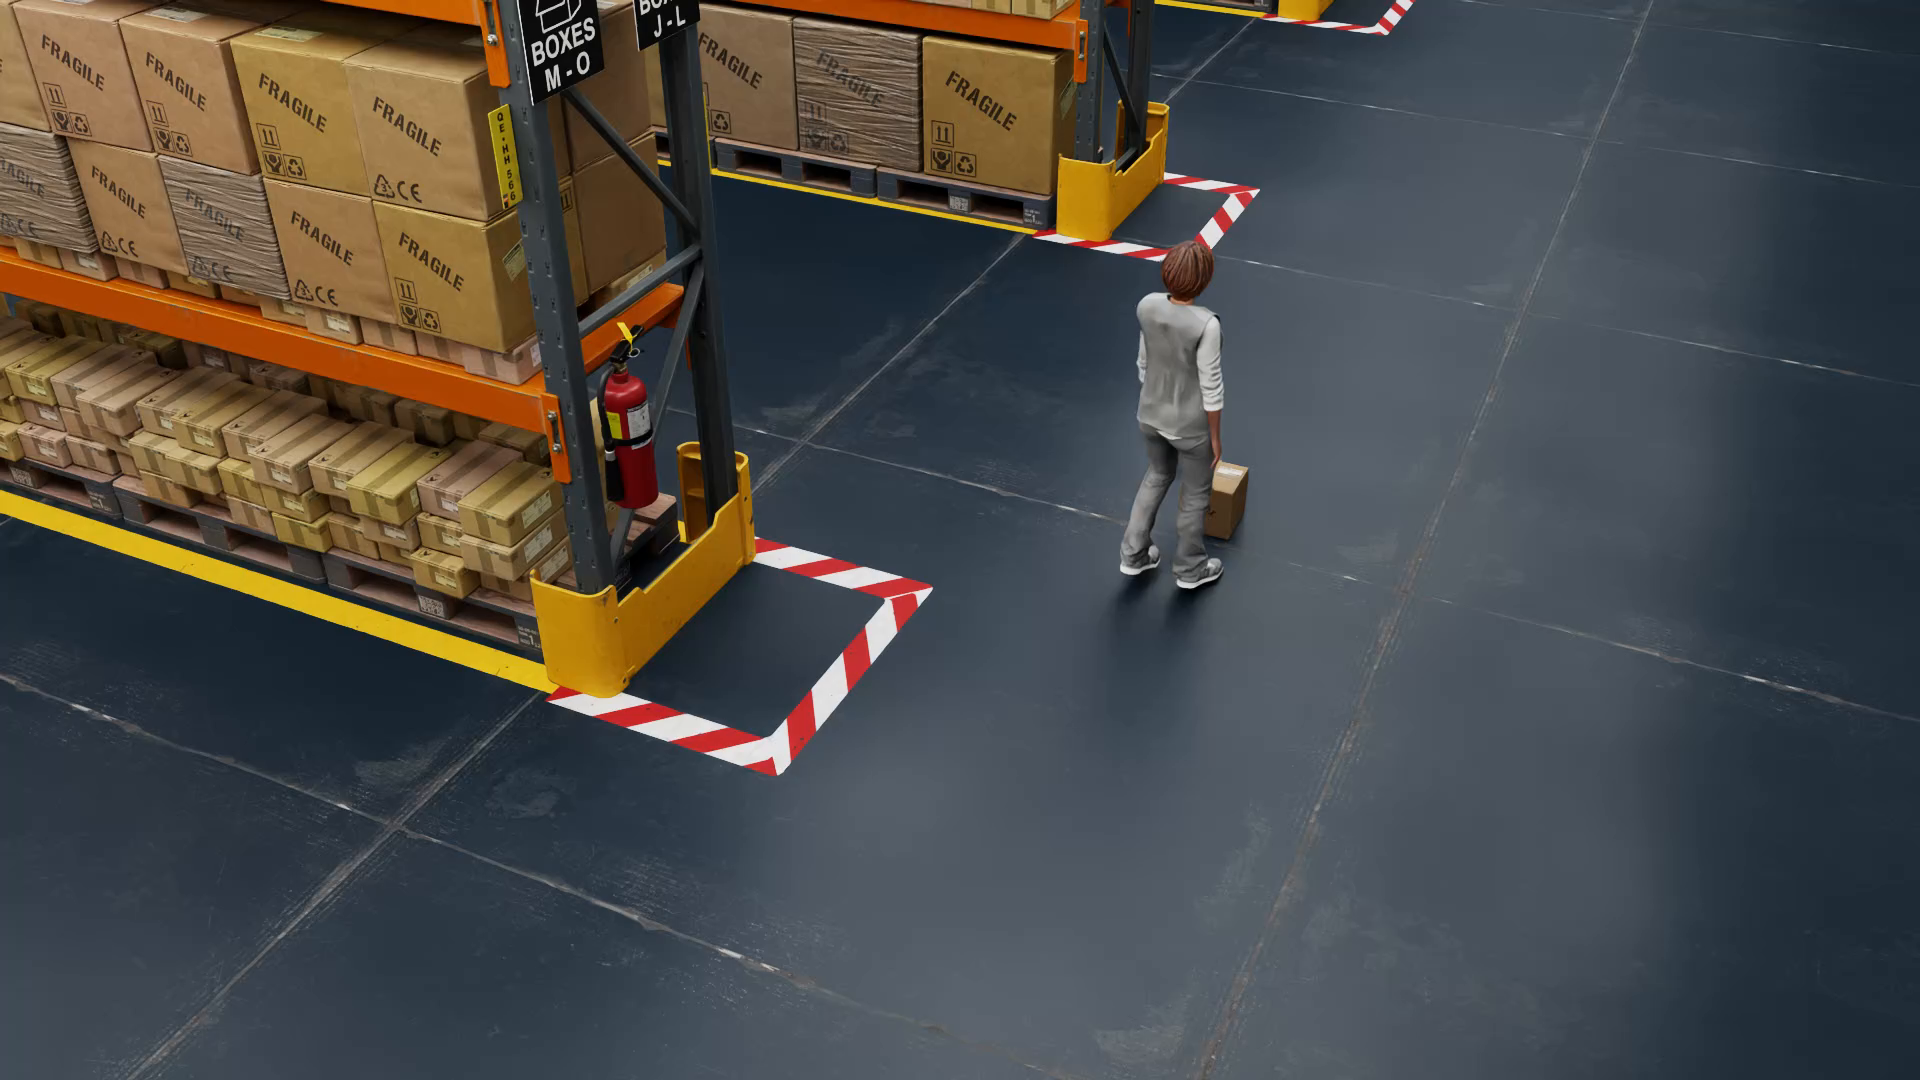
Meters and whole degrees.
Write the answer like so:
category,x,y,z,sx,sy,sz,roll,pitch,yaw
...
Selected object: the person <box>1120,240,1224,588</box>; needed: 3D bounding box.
category,x,y,z,sx,sy,sz,roll,pitch,yaw
person,0.917,-0.500,6.865,0.462,1.606,0.425,27,43,34
